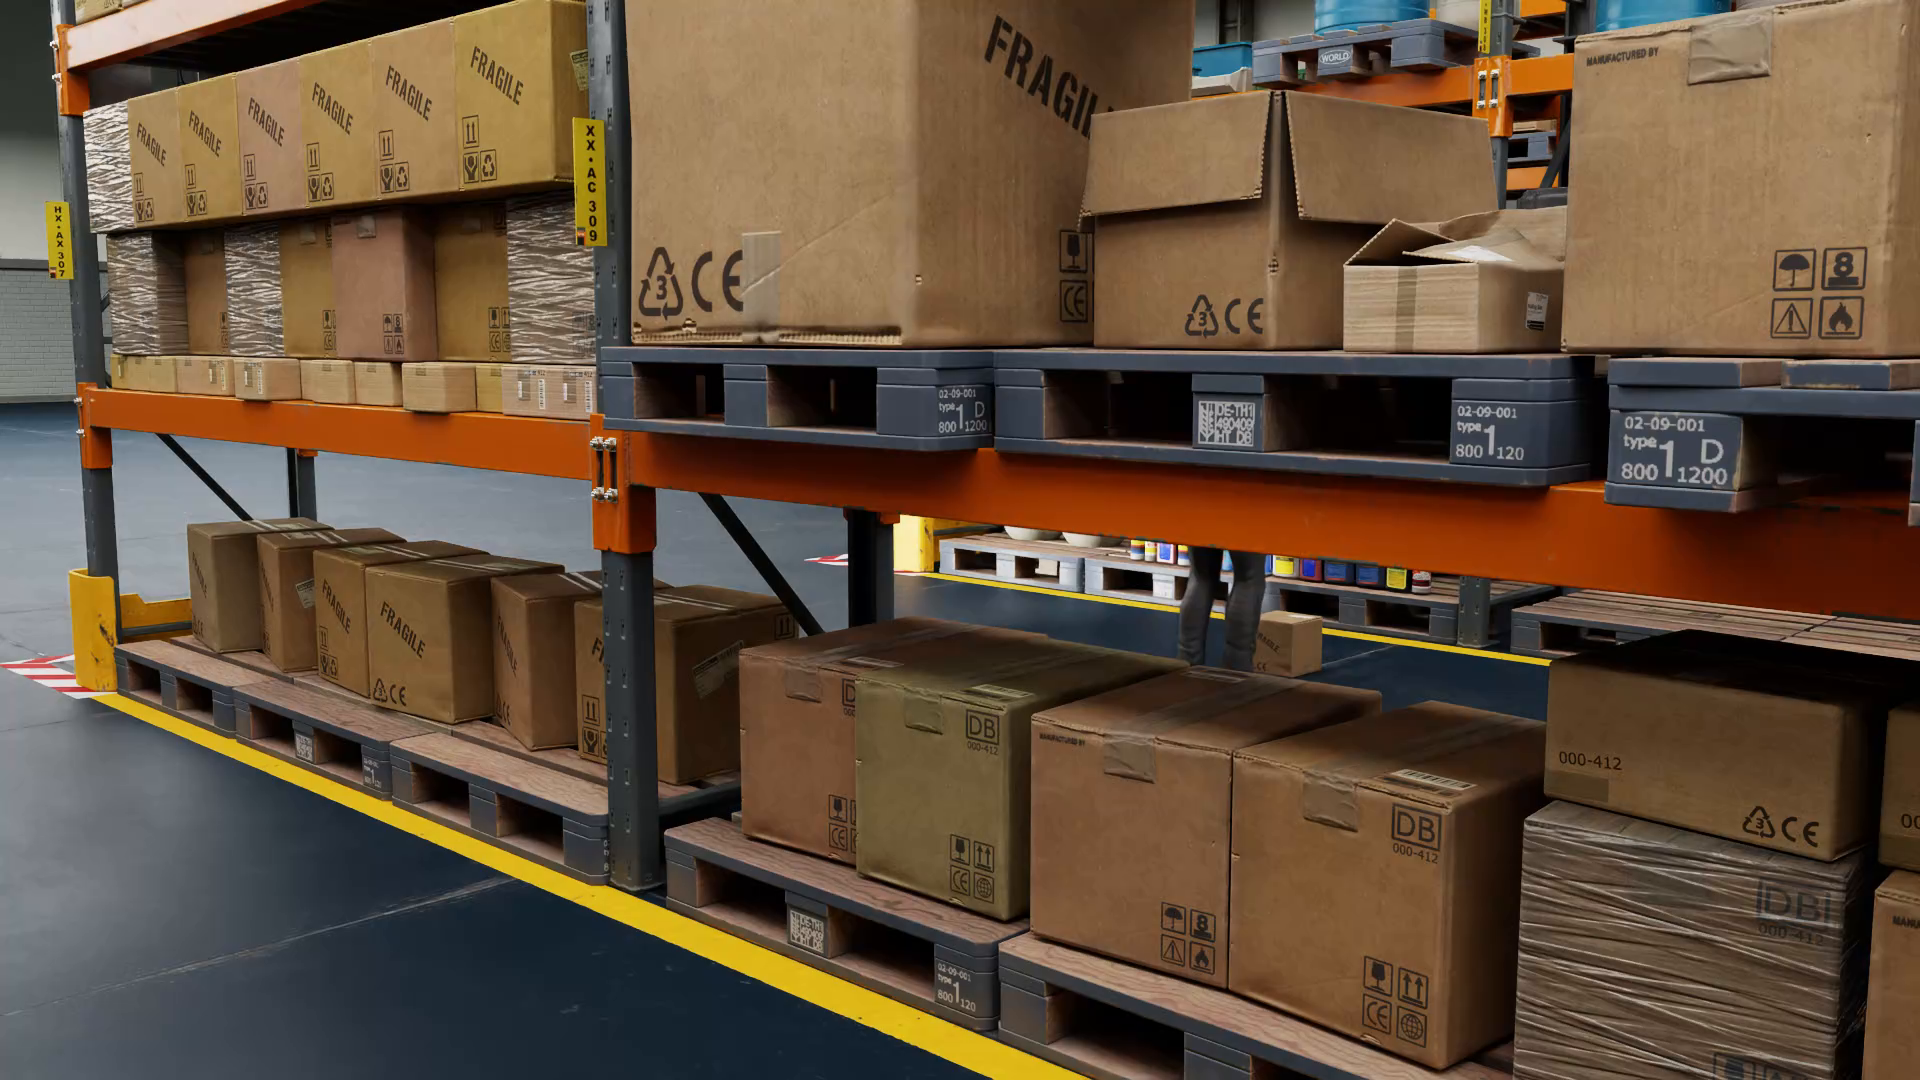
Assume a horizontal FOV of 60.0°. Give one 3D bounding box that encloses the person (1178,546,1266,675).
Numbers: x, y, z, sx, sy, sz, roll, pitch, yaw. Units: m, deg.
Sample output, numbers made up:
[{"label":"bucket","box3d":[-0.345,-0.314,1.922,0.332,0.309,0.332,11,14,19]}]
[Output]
[{"label":"person","box3d":[1.141,-0.164,7.209,0.323,1.680,0.437,-7,10,-44]}]
